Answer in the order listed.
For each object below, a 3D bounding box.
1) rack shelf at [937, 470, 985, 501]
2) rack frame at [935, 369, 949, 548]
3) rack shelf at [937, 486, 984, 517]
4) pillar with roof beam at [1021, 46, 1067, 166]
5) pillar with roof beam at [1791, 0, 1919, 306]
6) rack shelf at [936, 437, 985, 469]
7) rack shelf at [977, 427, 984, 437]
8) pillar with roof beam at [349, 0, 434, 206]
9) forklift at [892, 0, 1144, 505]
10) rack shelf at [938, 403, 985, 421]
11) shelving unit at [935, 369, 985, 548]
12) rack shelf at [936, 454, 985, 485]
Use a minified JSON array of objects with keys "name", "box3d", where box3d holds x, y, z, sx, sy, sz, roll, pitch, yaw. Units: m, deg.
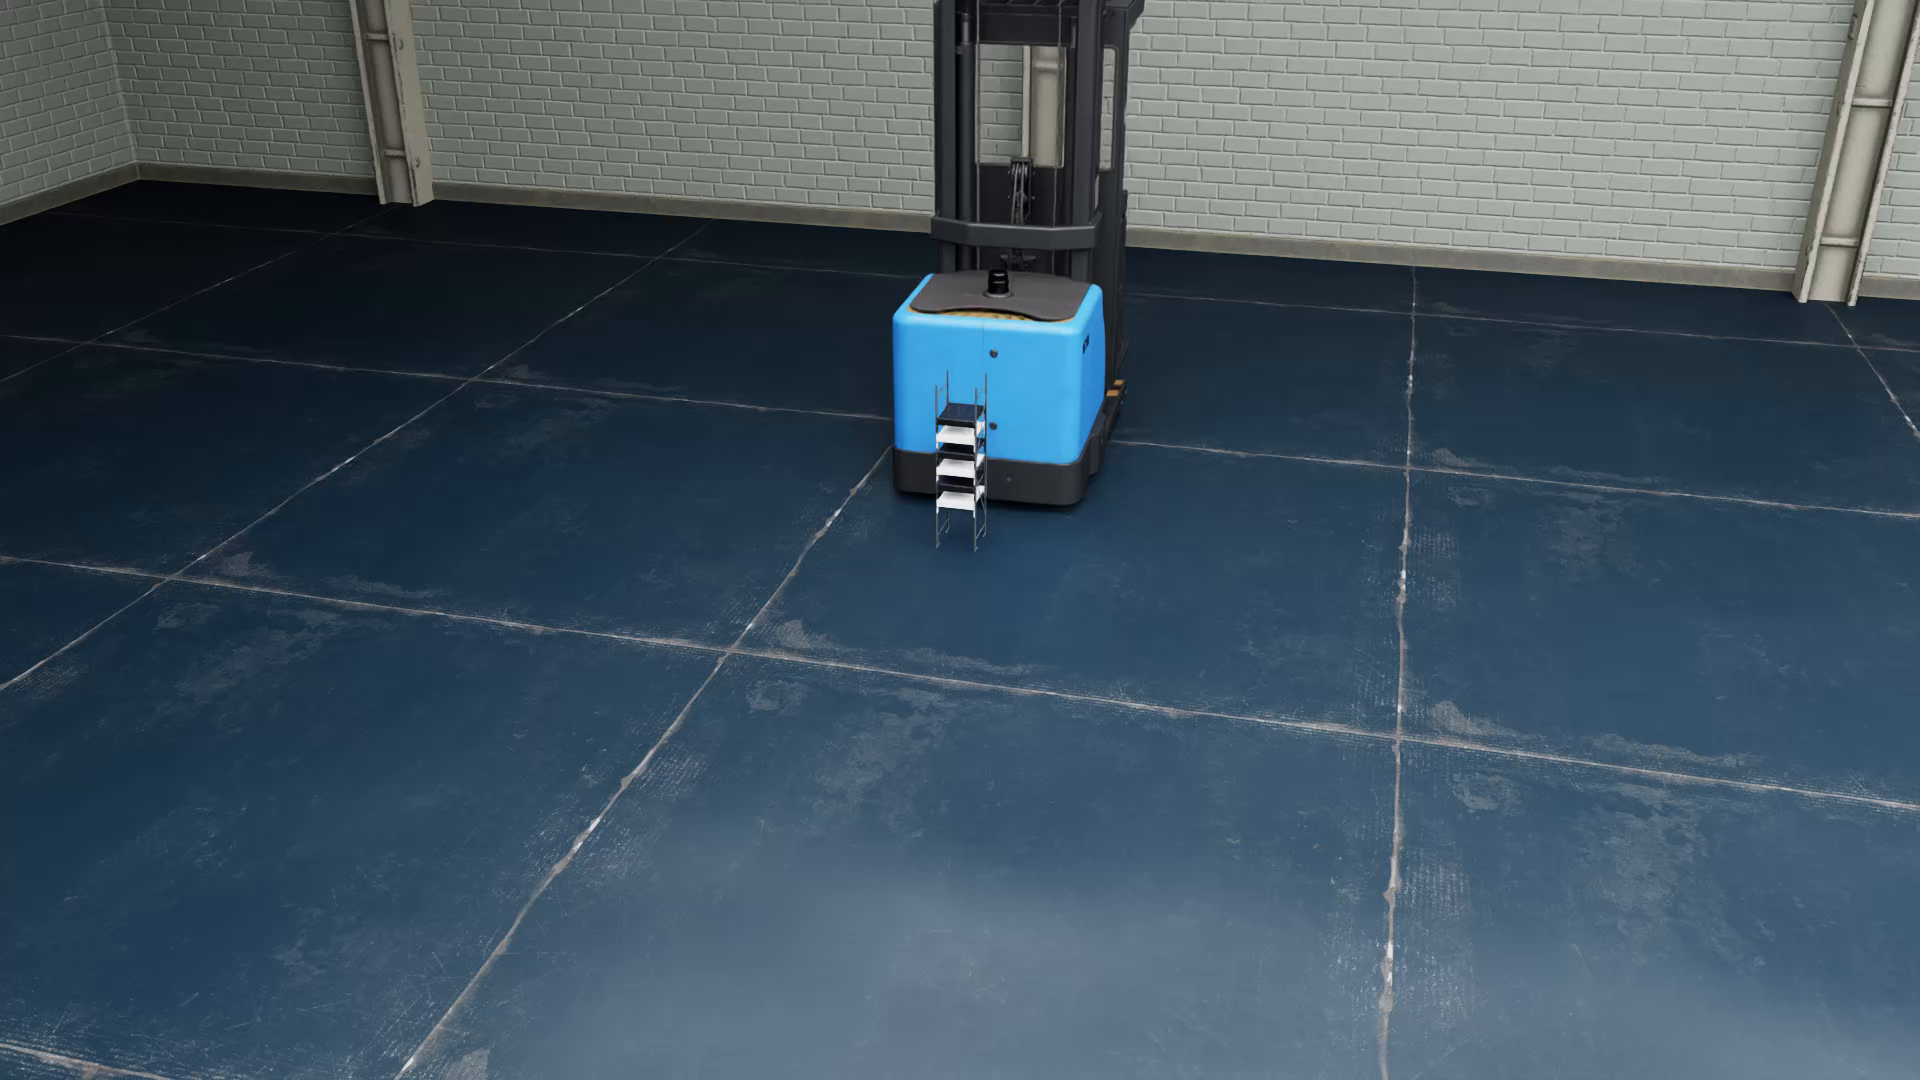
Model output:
[{"name":"rack shelf","box3d":[0.008,-0.294,8.608,0.200,0.077,0.258,6,26,13]},{"name":"rack frame","box3d":[-0.091,-0.416,8.578,0.006,0.900,0.240,6,26,13]},{"name":"rack shelf","box3d":[0.008,-0.213,8.646,0.200,0.077,0.258,6,26,13]},{"name":"pillar with roof beam","box3d":[-0.344,-4.748,8.253,0.400,9.000,9.100,6,26,13]},{"name":"pillar with roof beam","box3d":[5.467,-4.105,6.904,0.400,9.000,9.100,6,26,13]},{"name":"rack shelf","box3d":[0.008,-0.457,8.530,0.200,0.077,0.258,6,26,13]},{"name":"rack shelf","box3d":[0.008,-0.551,8.485,0.184,0.015,0.199,6,26,13]},{"name":"pillar with roof beam","box3d":[-6.155,-5.390,9.603,0.400,9.000,9.100,6,26,13]},{"name":"forklift","box3d":[0.447,-2.091,9.806,1.129,2.867,3.031,5,26,11]},{"name":"rack shelf","box3d":[0.008,-0.638,8.444,0.190,0.026,0.221,6,26,13]},{"name":"shelving unit","box3d":[0.006,-0.406,8.555,0.205,0.900,0.258,6,26,13]},{"name":"rack shelf","box3d":[0.008,-0.375,8.569,0.200,0.077,0.258,6,26,13]}]
